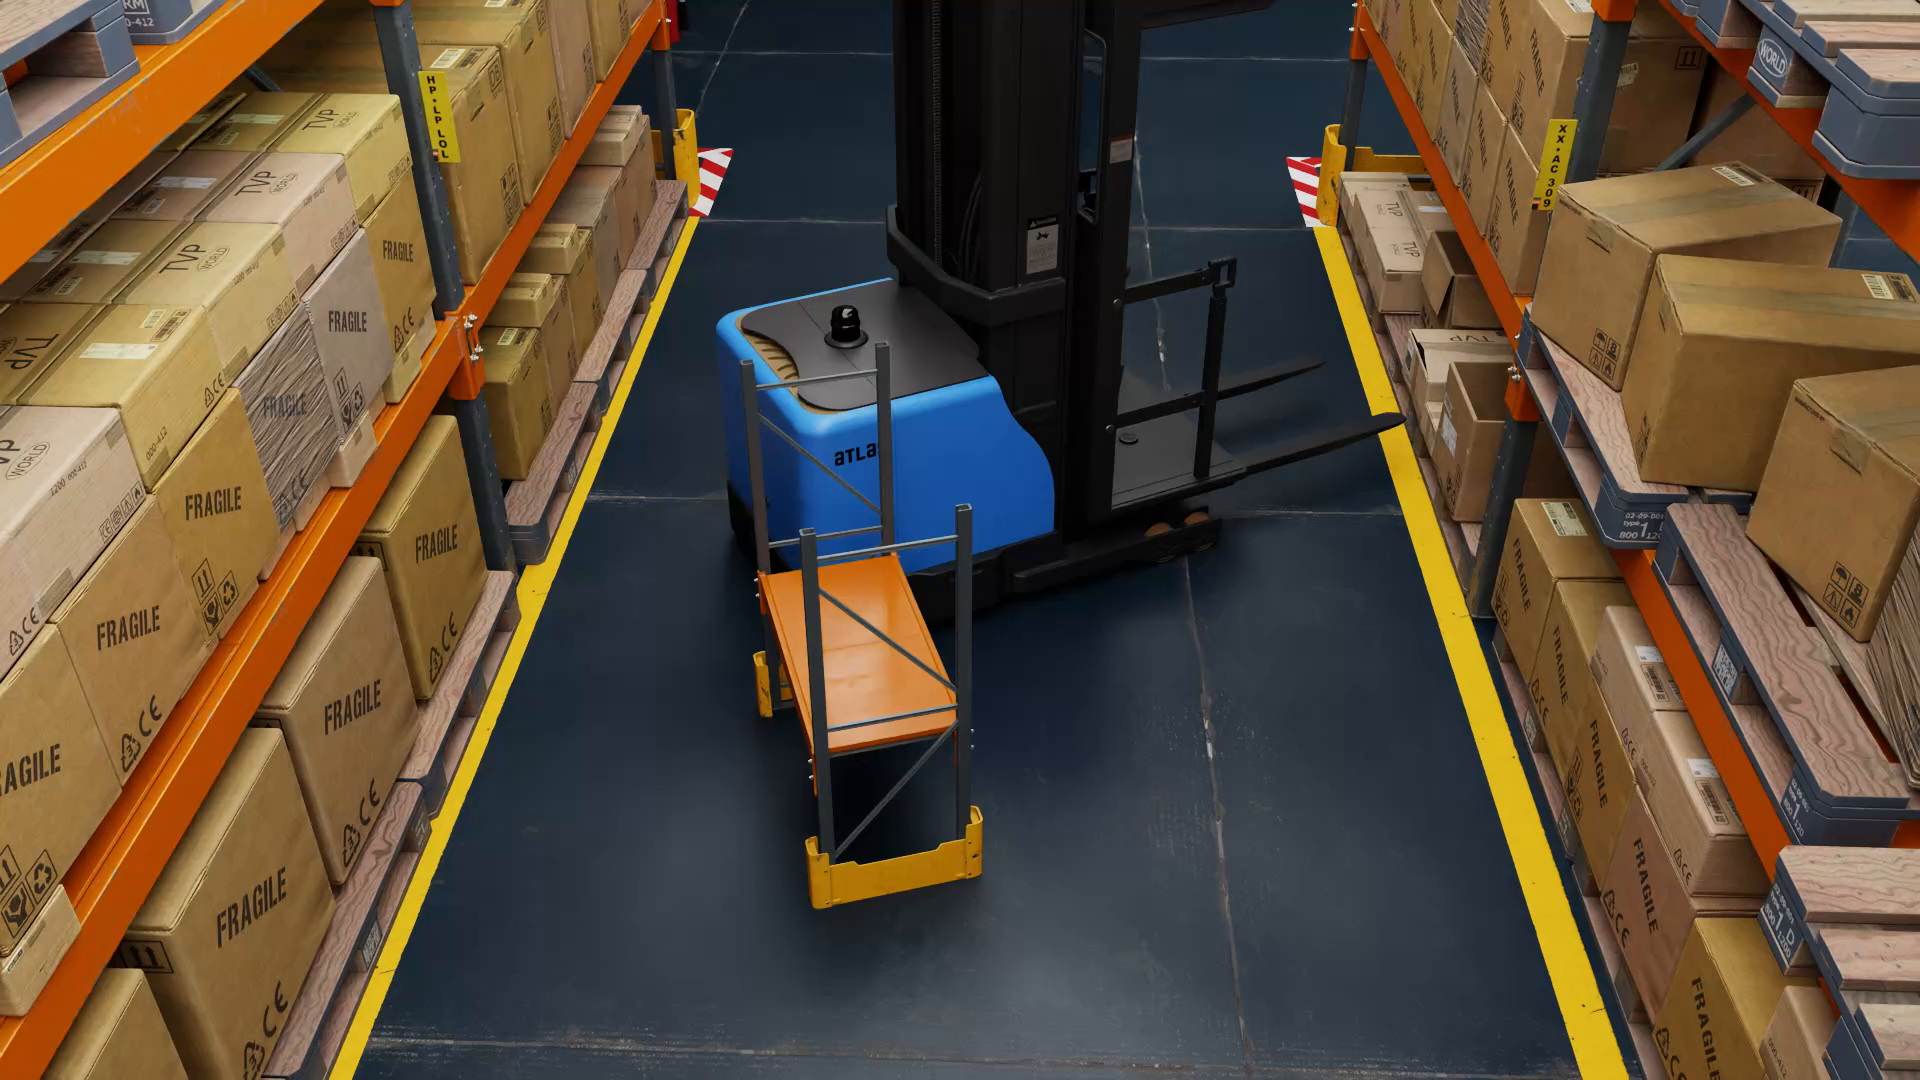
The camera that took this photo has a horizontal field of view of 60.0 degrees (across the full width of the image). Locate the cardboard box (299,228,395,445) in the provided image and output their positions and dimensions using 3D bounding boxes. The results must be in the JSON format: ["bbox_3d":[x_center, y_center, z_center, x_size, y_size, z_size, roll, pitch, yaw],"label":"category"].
[{"bbox_3d":[-2.138,-0.645,5.196,0.500,0.500,0.500,2,35,2],"label":"cardboard box"}]

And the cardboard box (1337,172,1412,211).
[{"bbox_3d":[2.390,-2.005,9.591,0.380,0.149,0.250,1,35,2],"label":"cardboard box"}]

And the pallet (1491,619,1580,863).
[{"bbox_3d":[2.595,0.683,6.095,1.003,0.211,1.213,1,35,2],"label":"pallet"}]

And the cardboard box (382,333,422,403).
[{"bbox_3d":[-2.078,-0.598,5.693,0.380,0.149,0.250,2,35,3],"label":"cardboard box"}]

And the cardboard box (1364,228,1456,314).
[{"bbox_3d":[2.405,-1.399,8.641,0.500,0.250,0.500,1,35,2],"label":"cardboard box"}]

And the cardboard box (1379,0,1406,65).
[{"bbox_3d":[2.453,-2.720,8.424,0.500,0.500,0.500,1,35,1],"label":"cardboard box"}]

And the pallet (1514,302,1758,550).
[{"bbox_3d":[2.448,-0.391,5.365,1.003,0.211,1.213,1,35,2],"label":"pallet"}]

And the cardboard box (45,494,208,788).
[{"bbox_3d":[-2.194,0.230,3.951,0.500,0.500,0.500,1,35,2],"label":"cardboard box"}]

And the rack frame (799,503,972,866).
[{"bbox_3d":[-0.209,0.554,5.157,0.500,1.500,0.032,-9,36,-13],"label":"rack frame"}]

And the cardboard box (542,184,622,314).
[{"bbox_3d":[-2.167,-1.505,8.591,0.700,0.500,0.500,0,35,0],"label":"cardboard box"}]

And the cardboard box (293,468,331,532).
[{"bbox_3d":[-2.161,-0.158,5.067,0.380,0.149,0.250,1,35,2],"label":"cardboard box"}]

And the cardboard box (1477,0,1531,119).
[{"bbox_3d":[2.369,-1.967,6.484,0.500,0.500,0.500,1,35,1],"label":"cardboard box"}]

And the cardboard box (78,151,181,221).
[{"bbox_3d":[-2.654,-0.957,4.988,0.500,0.250,0.500,2,35,2],"label":"cardboard box"}]

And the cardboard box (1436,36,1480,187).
[{"bbox_3d":[2.391,-1.852,7.189,0.500,0.500,0.500,2,35,3],"label":"cardboard box"}]

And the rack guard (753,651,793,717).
[{"bbox_3d":[-0.481,0.503,6.316,0.587,0.250,0.087,-9,36,-13],"label":"rack guard"}]

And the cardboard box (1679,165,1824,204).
[{"bbox_3d":[2.882,-1.254,6.338,0.500,0.500,0.500,2,35,3],"label":"cardboard box"}]

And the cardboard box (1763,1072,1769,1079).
[{"bbox_3d":[2.232,1.672,4.054,0.500,0.500,0.500,3,35,4],"label":"cardboard box"}]

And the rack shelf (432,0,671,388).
[{"bbox_3d":[-2.280,-1.893,7.961,1.077,0.370,4.000,1,35,2],"label":"rack shelf"}]

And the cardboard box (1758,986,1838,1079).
[{"bbox_3d":[2.230,1.333,3.884,0.500,0.250,0.500,3,35,4],"label":"cardboard box"}]

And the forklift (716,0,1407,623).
[{"bbox_3d":[0.558,-1.359,6.635,3.031,2.935,1.130,-16,38,-21],"label":"forklift"}]

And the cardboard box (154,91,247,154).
[{"bbox_3d":[-2.639,-1.258,5.416,0.500,0.250,0.500,2,35,3],"label":"cardboard box"}]

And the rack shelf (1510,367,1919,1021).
[{"bbox_3d":[2.509,0.517,4.531,1.077,0.370,4.000,1,35,2],"label":"rack shelf"}]

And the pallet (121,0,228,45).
[{"bbox_3d":[-2.348,-1.659,4.560,0.805,0.209,1.217,0,35,0],"label":"pallet"}]

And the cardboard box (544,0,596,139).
[{"bbox_3d":[-2.268,-2.310,7.667,0.980,0.700,0.700,0,35,0],"label":"cardboard box"}]

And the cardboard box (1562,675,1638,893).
[{"bbox_3d":[2.289,0.782,5.319,0.500,0.500,0.500,2,35,2],"label":"cardboard box"}]

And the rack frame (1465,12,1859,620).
[{"bbox_3d":[2.589,-0.926,5.959,1.000,3.000,0.127,1,35,2],"label":"rack frame"}]

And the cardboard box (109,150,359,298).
[{"bbox_3d":[-2.154,-0.948,4.975,0.500,0.250,0.500,2,35,3],"label":"cardboard box"}]

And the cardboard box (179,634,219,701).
[{"bbox_3d":[-2.226,0.289,4.431,0.380,0.149,0.250,2,35,2],"label":"cardboard box"}]

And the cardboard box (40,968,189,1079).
[{"bbox_3d":[-2.360,1.548,3.943,0.750,0.750,0.750,1,35,1],"label":"cardboard box"}]

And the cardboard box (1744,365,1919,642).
[{"bbox_3d":[2.580,-0.122,4.363,0.700,0.500,0.500,-7,36,-10],"label":"cardboard box"}]

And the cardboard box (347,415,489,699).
[{"bbox_3d":[-2.257,0.046,6.081,0.750,0.750,0.750,2,35,2],"label":"cardboard box"}]

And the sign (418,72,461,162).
[{"bbox_3d":[-1.818,-1.473,5.799,0.100,0.325,0.005,1,35,2],"label":"sign"}]

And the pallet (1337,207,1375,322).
[{"bbox_3d":[2.716,-1.582,9.317,1.003,0.211,1.213,1,35,2],"label":"pallet"}]

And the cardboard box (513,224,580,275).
[{"bbox_3d":[-2.011,-1.373,7.839,0.380,0.149,0.250,0,35,1],"label":"cardboard box"}]

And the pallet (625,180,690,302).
[{"bbox_3d":[-2.154,-1.734,9.534,1.003,0.211,1.213,1,35,2],"label":"pallet"}]

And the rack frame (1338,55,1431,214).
[{"bbox_3d":[2.750,-3.224,9.229,1.000,3.000,0.127,1,35,2],"label":"rack frame"}]

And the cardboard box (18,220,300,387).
[{"bbox_3d":[-2.174,-0.655,4.558,0.500,0.250,0.500,2,35,3],"label":"cardboard box"}]

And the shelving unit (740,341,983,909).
[{"bbox_3d":[-0.348,0.268,5.565,0.587,1.500,1.083,-9,36,-13],"label":"shelving unit"}]

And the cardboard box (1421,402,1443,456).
[{"bbox_3d":[2.284,-0.491,7.436,0.380,0.149,0.250,1,35,2],"label":"cardboard box"}]

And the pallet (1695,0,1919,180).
[{"bbox_3d":[2.455,-1.108,3.772,1.213,0.211,1.003,1,35,2],"label":"pallet"}]

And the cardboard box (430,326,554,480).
[{"bbox_3d":[-2.228,-0.615,7.325,0.700,0.500,0.500,2,35,2],"label":"cardboard box"}]
